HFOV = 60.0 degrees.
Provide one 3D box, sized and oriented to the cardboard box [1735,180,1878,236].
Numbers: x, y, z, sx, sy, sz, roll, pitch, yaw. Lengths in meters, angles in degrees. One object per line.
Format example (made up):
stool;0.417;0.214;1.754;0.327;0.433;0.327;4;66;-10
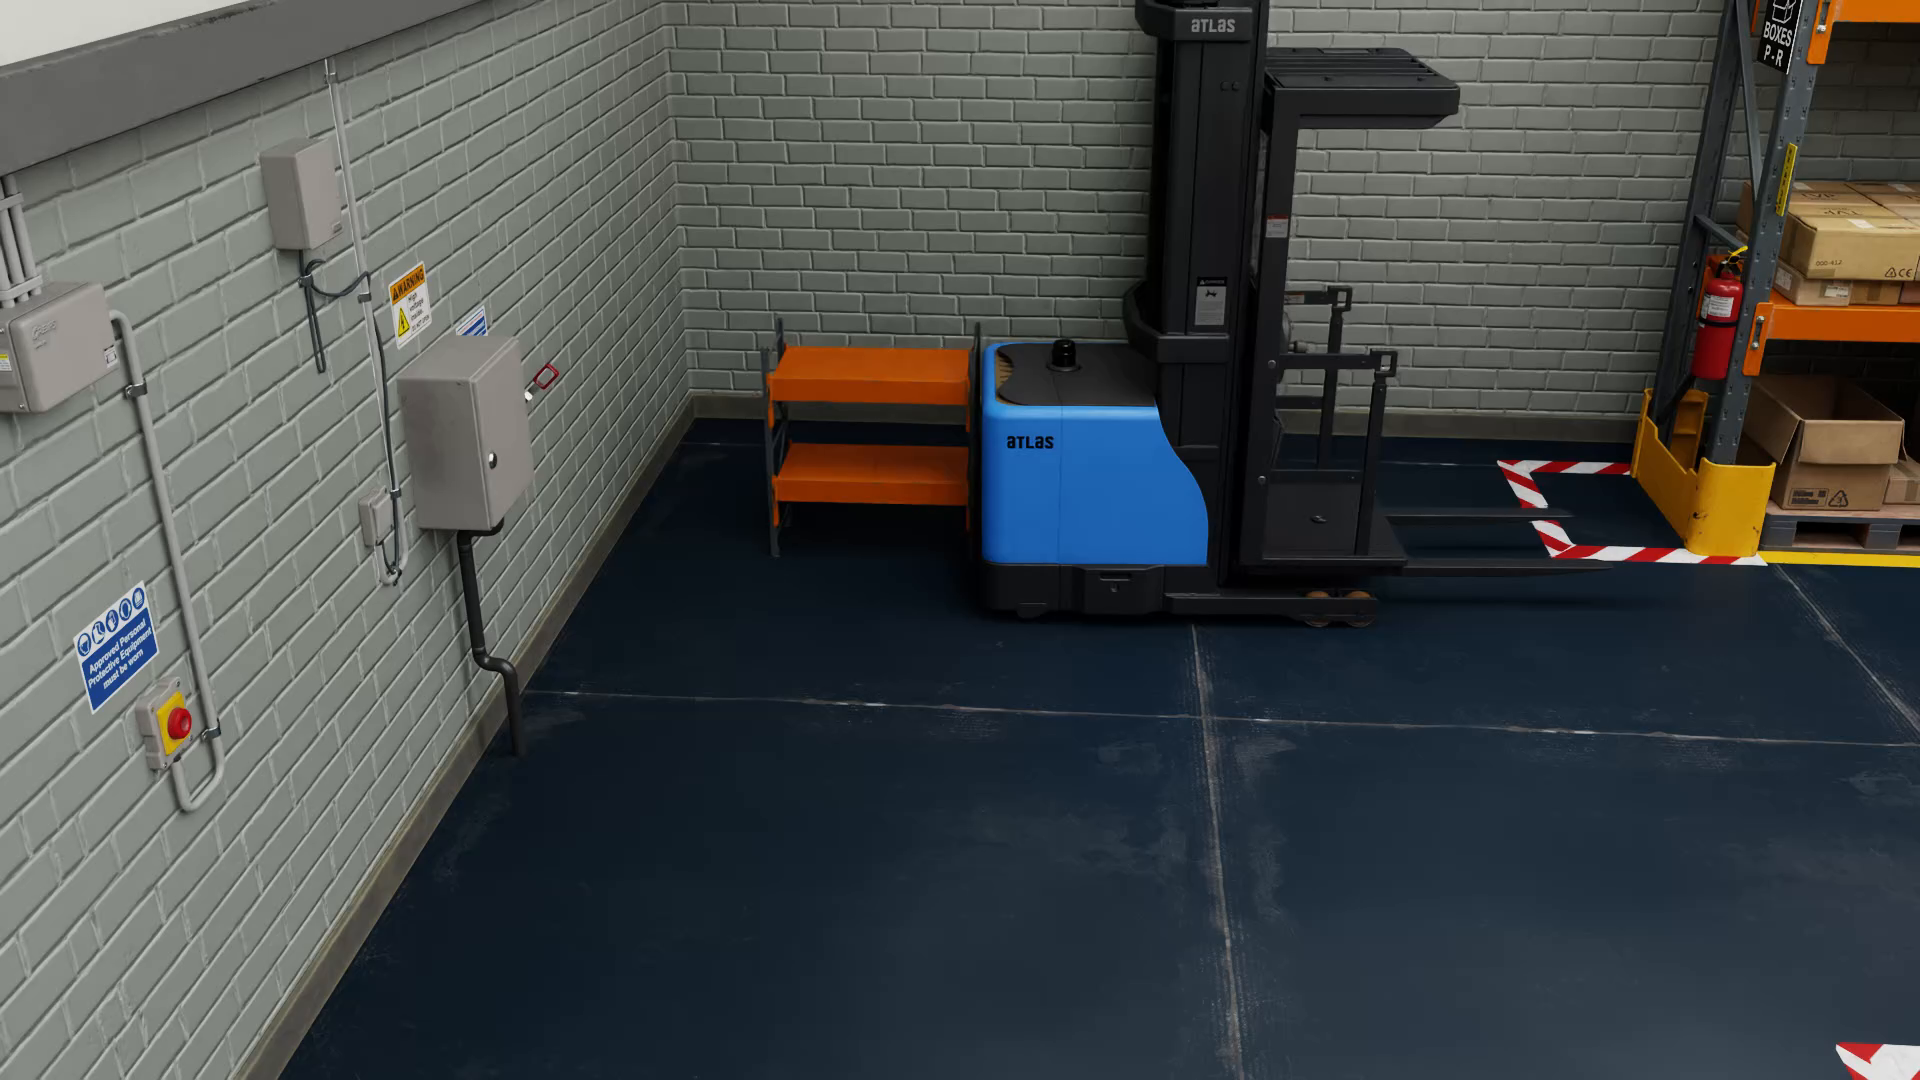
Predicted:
cardboard box;4.392;-1.686;8.649;0.500;0.250;0.500;3;25;6

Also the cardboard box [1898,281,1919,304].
cardboard box;4.741;-1.301;8.290;0.250;0.149;0.380;2;25;3

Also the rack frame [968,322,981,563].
rack frame;0.075;-0.497;8.485;0.032;1.125;0.500;2;25;3

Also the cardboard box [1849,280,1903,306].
cardboard box;4.477;-1.295;8.277;0.250;0.149;0.380;2;25;5

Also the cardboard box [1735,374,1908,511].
cardboard box;4.515;-0.521;8.778;0.637;0.503;0.797;1;25;2

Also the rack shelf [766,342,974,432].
rack shelf;-0.432;-0.777;8.393;1.000;0.278;0.538;2;25;3

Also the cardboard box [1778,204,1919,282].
cardboard box;4.345;-1.463;8.165;0.500;0.250;0.500;2;25;4

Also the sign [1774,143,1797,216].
sign;3.871;-1.690;7.799;0.005;0.325;0.100;2;25;4

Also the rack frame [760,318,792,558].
rack frame;-0.940;-0.525;8.545;0.032;1.125;0.500;2;25;3

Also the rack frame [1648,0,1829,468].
rack frame;3.913;-1.523;8.472;0.127;3.000;1.000;2;25;4

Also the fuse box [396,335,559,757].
fuse box;-1.781;0.089;6.509;0.414;1.711;0.539;2;25;4

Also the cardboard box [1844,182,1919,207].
cardboard box;4.906;-1.669;8.613;0.500;0.250;0.500;2;25;4

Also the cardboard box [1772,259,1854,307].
cardboard box;4.220;-1.284;8.253;0.250;0.149;0.380;2;25;4

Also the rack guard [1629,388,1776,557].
rack guard;3.989;-0.385;8.989;0.348;0.500;1.175;2;25;4

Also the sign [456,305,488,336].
sign;-1.950;-0.665;6.721;0.001;0.494;0.329;2;25;4

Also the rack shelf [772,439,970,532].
rack shelf;-0.432;-0.289;8.617;1.000;0.278;0.538;2;25;3

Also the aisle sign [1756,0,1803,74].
aisle sign;3.822;-2.584;7.667;0.004;0.787;0.394;2;25;4

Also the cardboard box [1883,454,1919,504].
cardboard box;4.936;-0.330;8.787;0.250;0.149;0.380;1;25;2

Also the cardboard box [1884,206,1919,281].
cardboard box;4.847;-1.447;8.131;0.500;0.250;0.500;2;25;5

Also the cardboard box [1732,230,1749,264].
cardboard box;4.264;-1.510;8.744;0.250;0.149;0.380;2;25;3

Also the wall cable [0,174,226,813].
wall cable;-2.087;-0.101;4.128;0.123;1.953;0.585;2;25;4

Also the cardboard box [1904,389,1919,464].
cardboard box;5.365;-0.476;8.684;0.500;0.500;0.700;3;25;6

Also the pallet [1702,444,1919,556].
pallet;4.784;-0.229;8.995;1.213;0.211;1.003;2;25;4

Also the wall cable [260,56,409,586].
wall cable;-1.990;-0.678;5.420;0.122;1.984;0.588;2;25;4

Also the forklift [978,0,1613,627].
forklift;1.609;-1.145;7.731;3.031;2.935;1.130;0;25;1

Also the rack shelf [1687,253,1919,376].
rack shelf;5.907;-1.132;8.483;4.000;0.370;1.077;2;25;4

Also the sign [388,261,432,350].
sign;-1.992;-0.855;6.031;0.001;0.242;0.339;2;25;4

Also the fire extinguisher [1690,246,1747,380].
fire extinguisher;3.731;-1.131;8.158;0.183;0.674;0.296;2;25;4

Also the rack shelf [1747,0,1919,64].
rack shelf;5.907;-2.495;7.856;4.000;0.370;1.077;2;25;4

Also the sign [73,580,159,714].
sign;-2.152;0.270;4.251;0.001;0.218;0.327;2;25;4

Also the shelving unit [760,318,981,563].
shelving unit;-0.432;-0.511;8.515;1.048;1.125;0.538;2;25;3
